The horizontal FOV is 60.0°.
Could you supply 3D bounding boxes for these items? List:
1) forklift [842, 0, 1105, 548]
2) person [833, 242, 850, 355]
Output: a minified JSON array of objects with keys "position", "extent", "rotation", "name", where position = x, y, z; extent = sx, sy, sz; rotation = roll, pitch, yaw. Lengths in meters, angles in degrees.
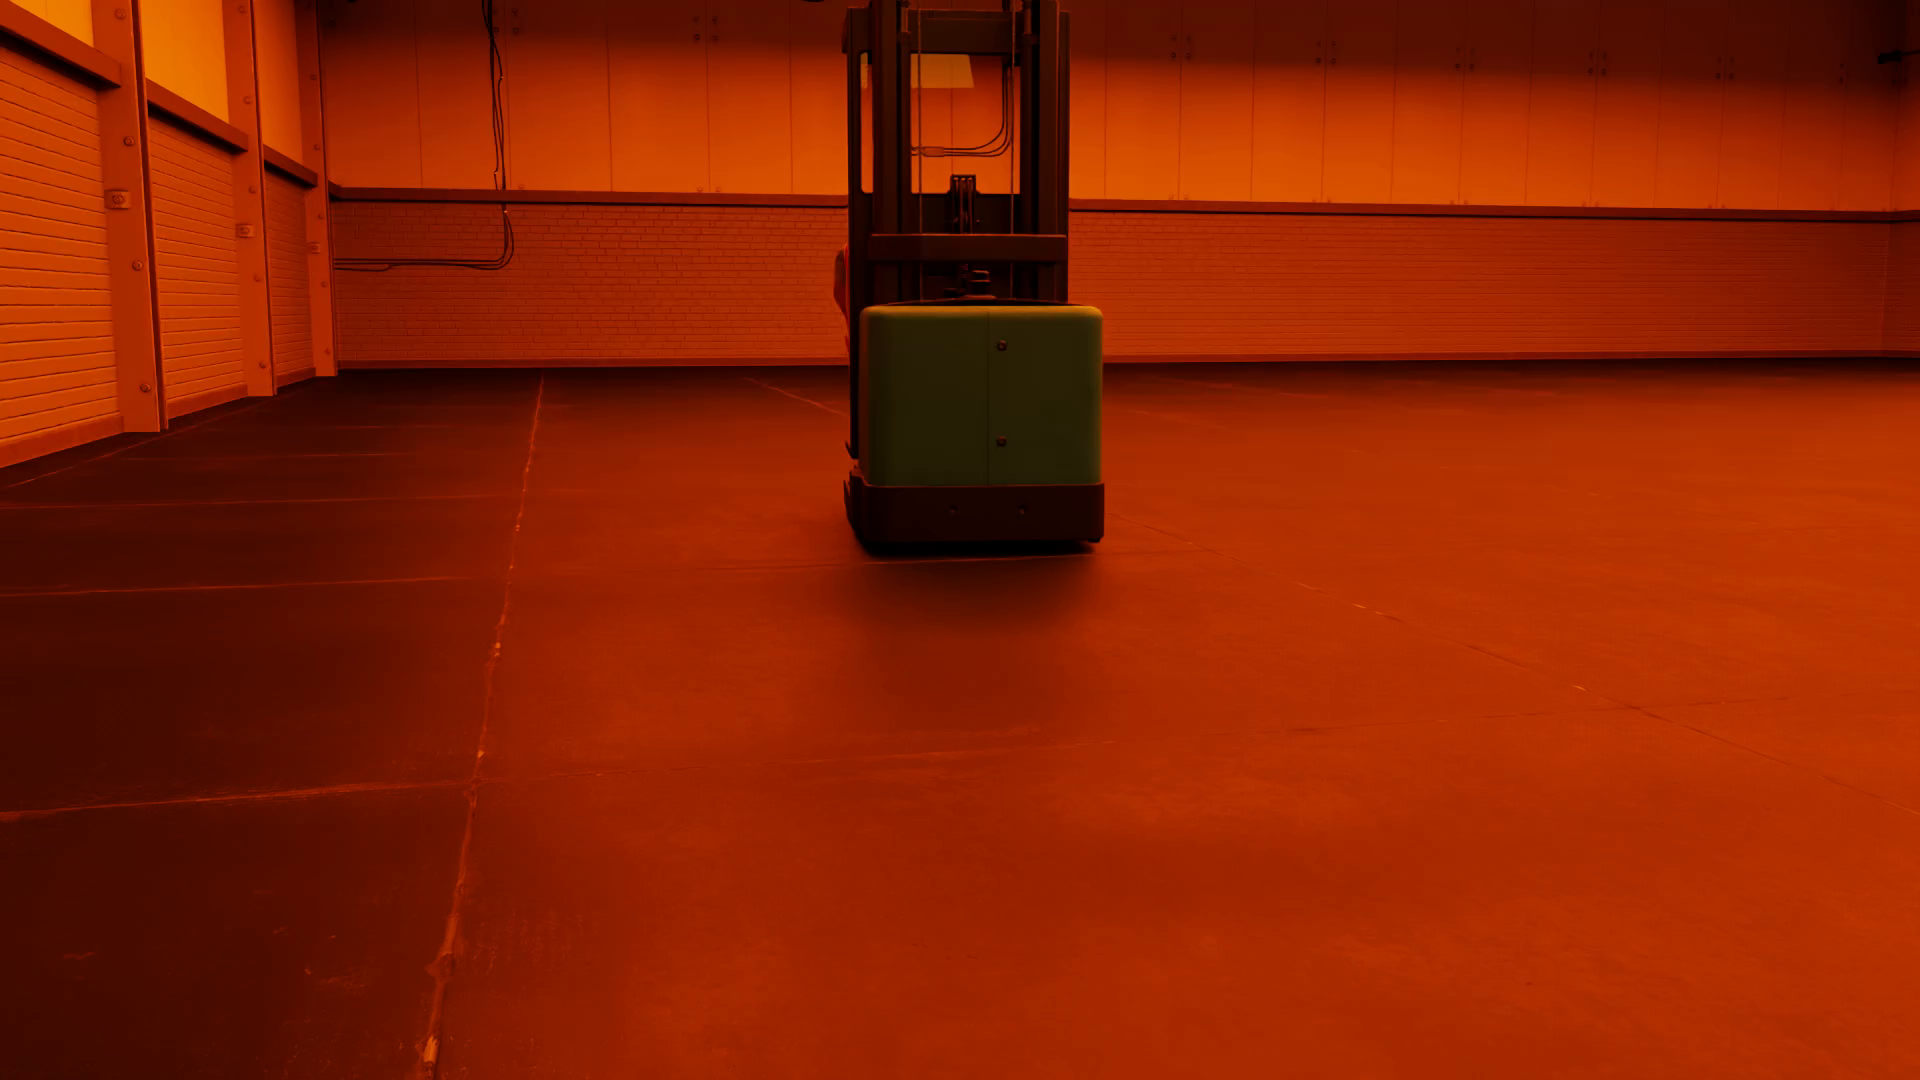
[{"position":[-0.033,-1.585,8.458],"extent":[1.130,2.935,3.031],"rotation":[-1,8,-6],"name":"forklift"},{"position":[-0.252,-1.105,8.929],"extent":[0.836,1.567,0.719],"rotation":[6,10,35],"name":"person"}]
